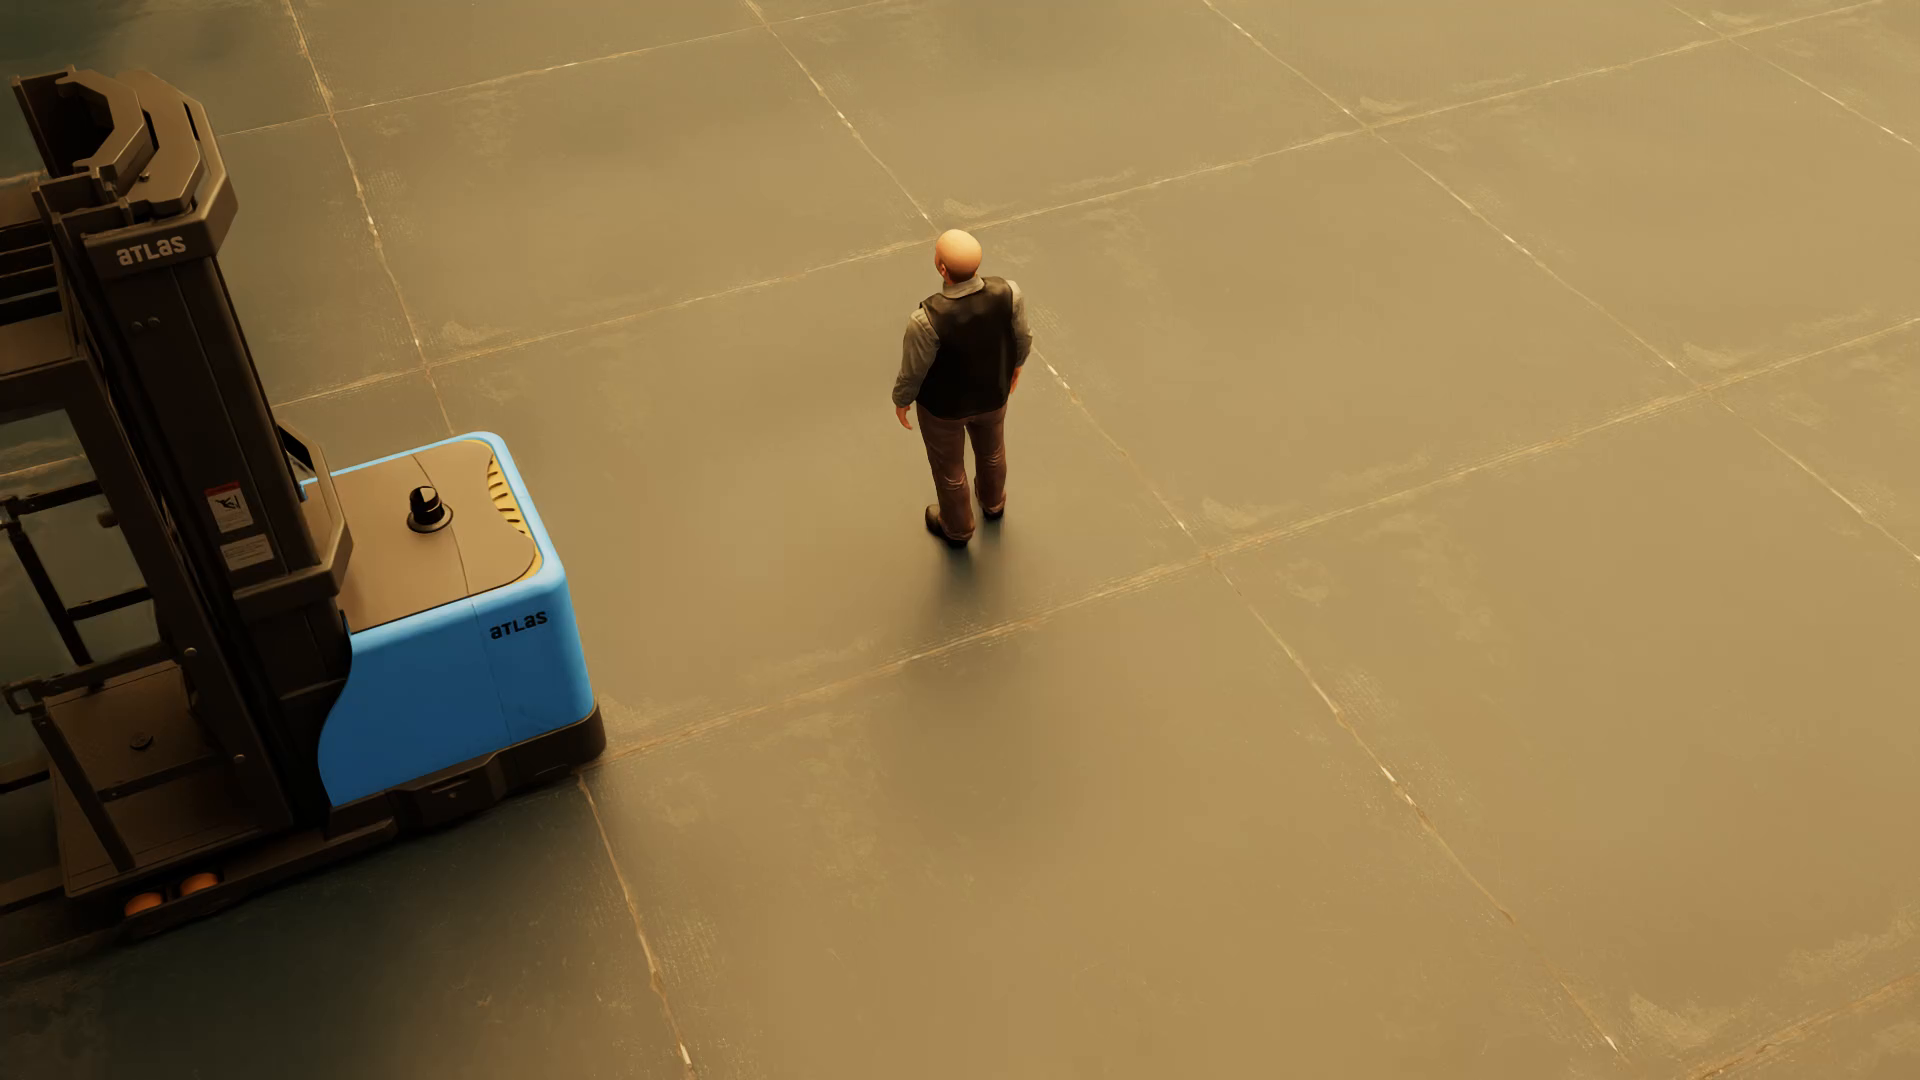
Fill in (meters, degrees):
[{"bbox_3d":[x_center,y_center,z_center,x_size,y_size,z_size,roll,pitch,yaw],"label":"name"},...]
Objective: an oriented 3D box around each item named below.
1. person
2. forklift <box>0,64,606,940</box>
[{"bbox_3d":[-0.019,-0.675,7.280,0.632,1.720,0.568,-18,46,-18],"label":"person"},{"bbox_3d":[-3.006,-0.005,5.686,3.031,2.935,1.130,-19,46,-19],"label":"forklift"}]
